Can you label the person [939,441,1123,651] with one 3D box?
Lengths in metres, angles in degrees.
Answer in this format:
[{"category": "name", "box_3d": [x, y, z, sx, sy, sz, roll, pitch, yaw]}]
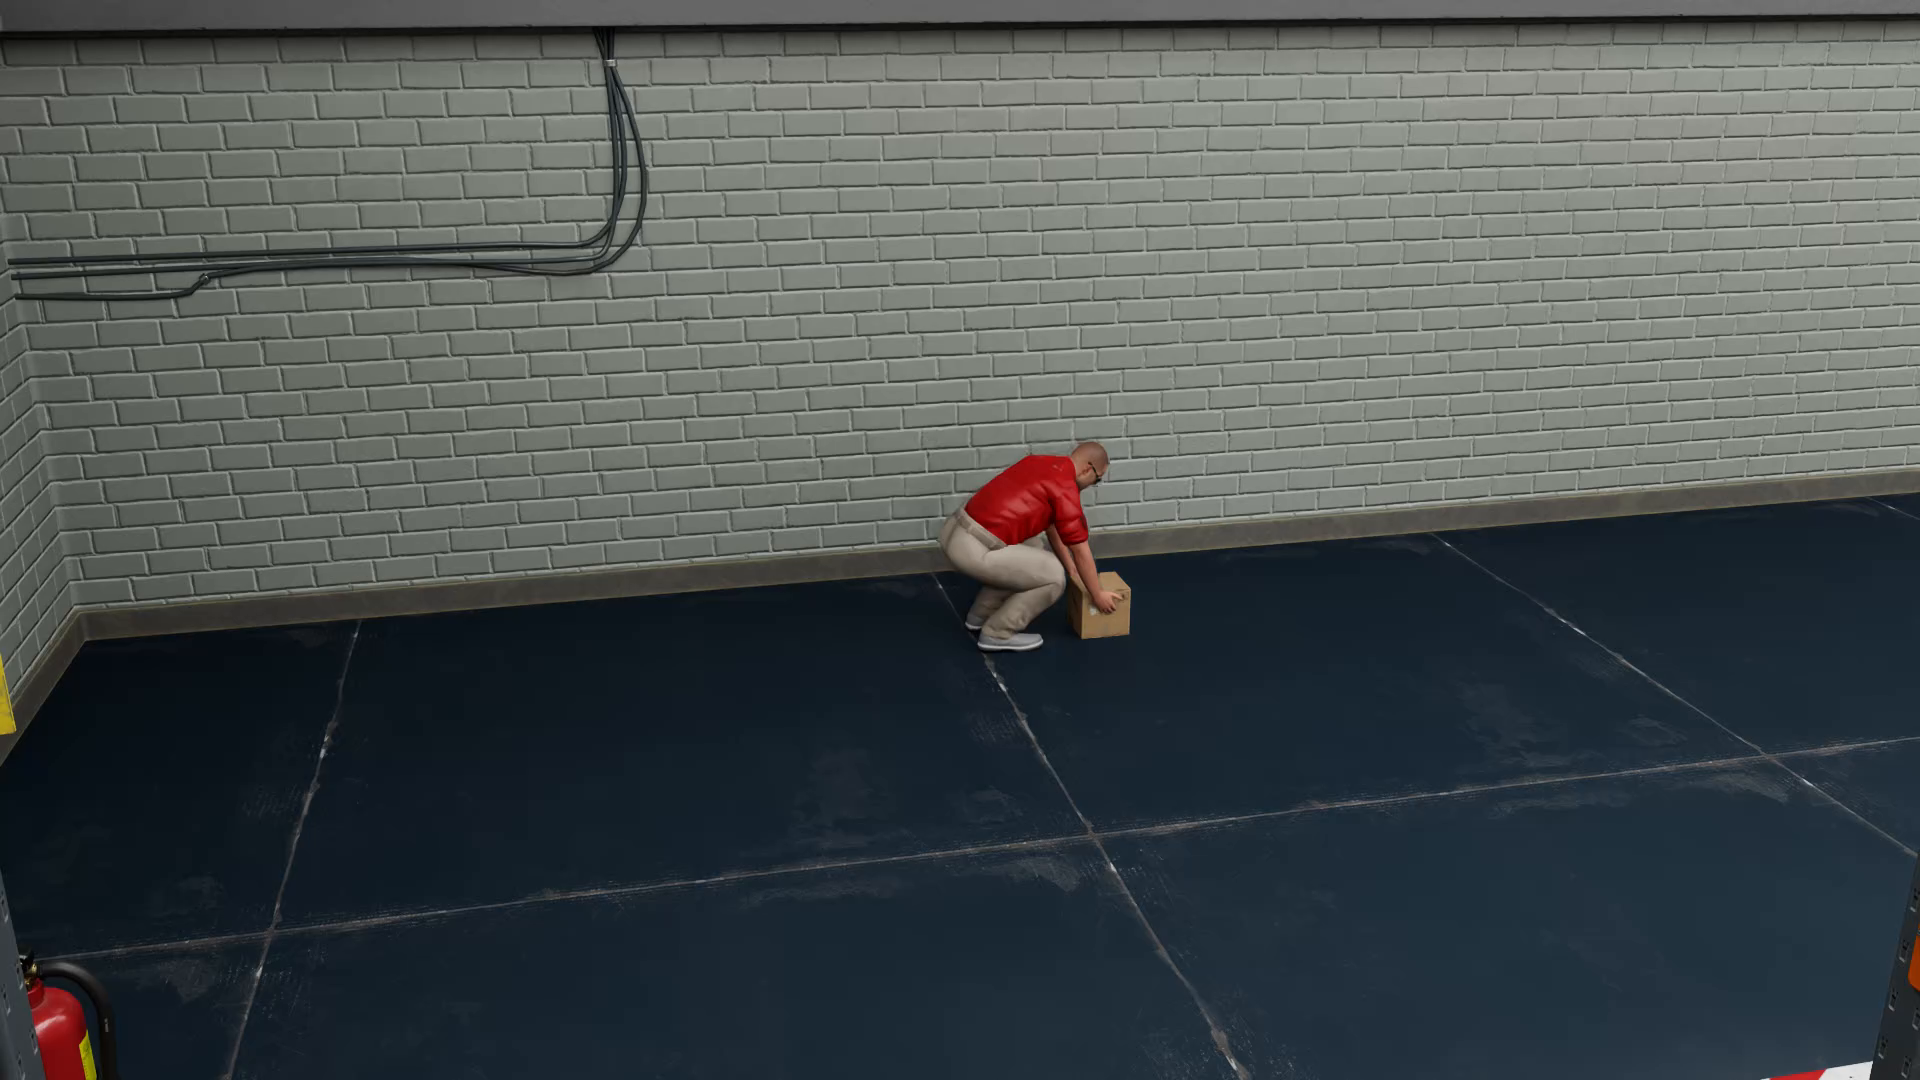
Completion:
[{"category": "person", "box_3d": [0.367, 0.010, 8.214, 0.810, 0.968, 0.569, -5, 20, -13]}]
